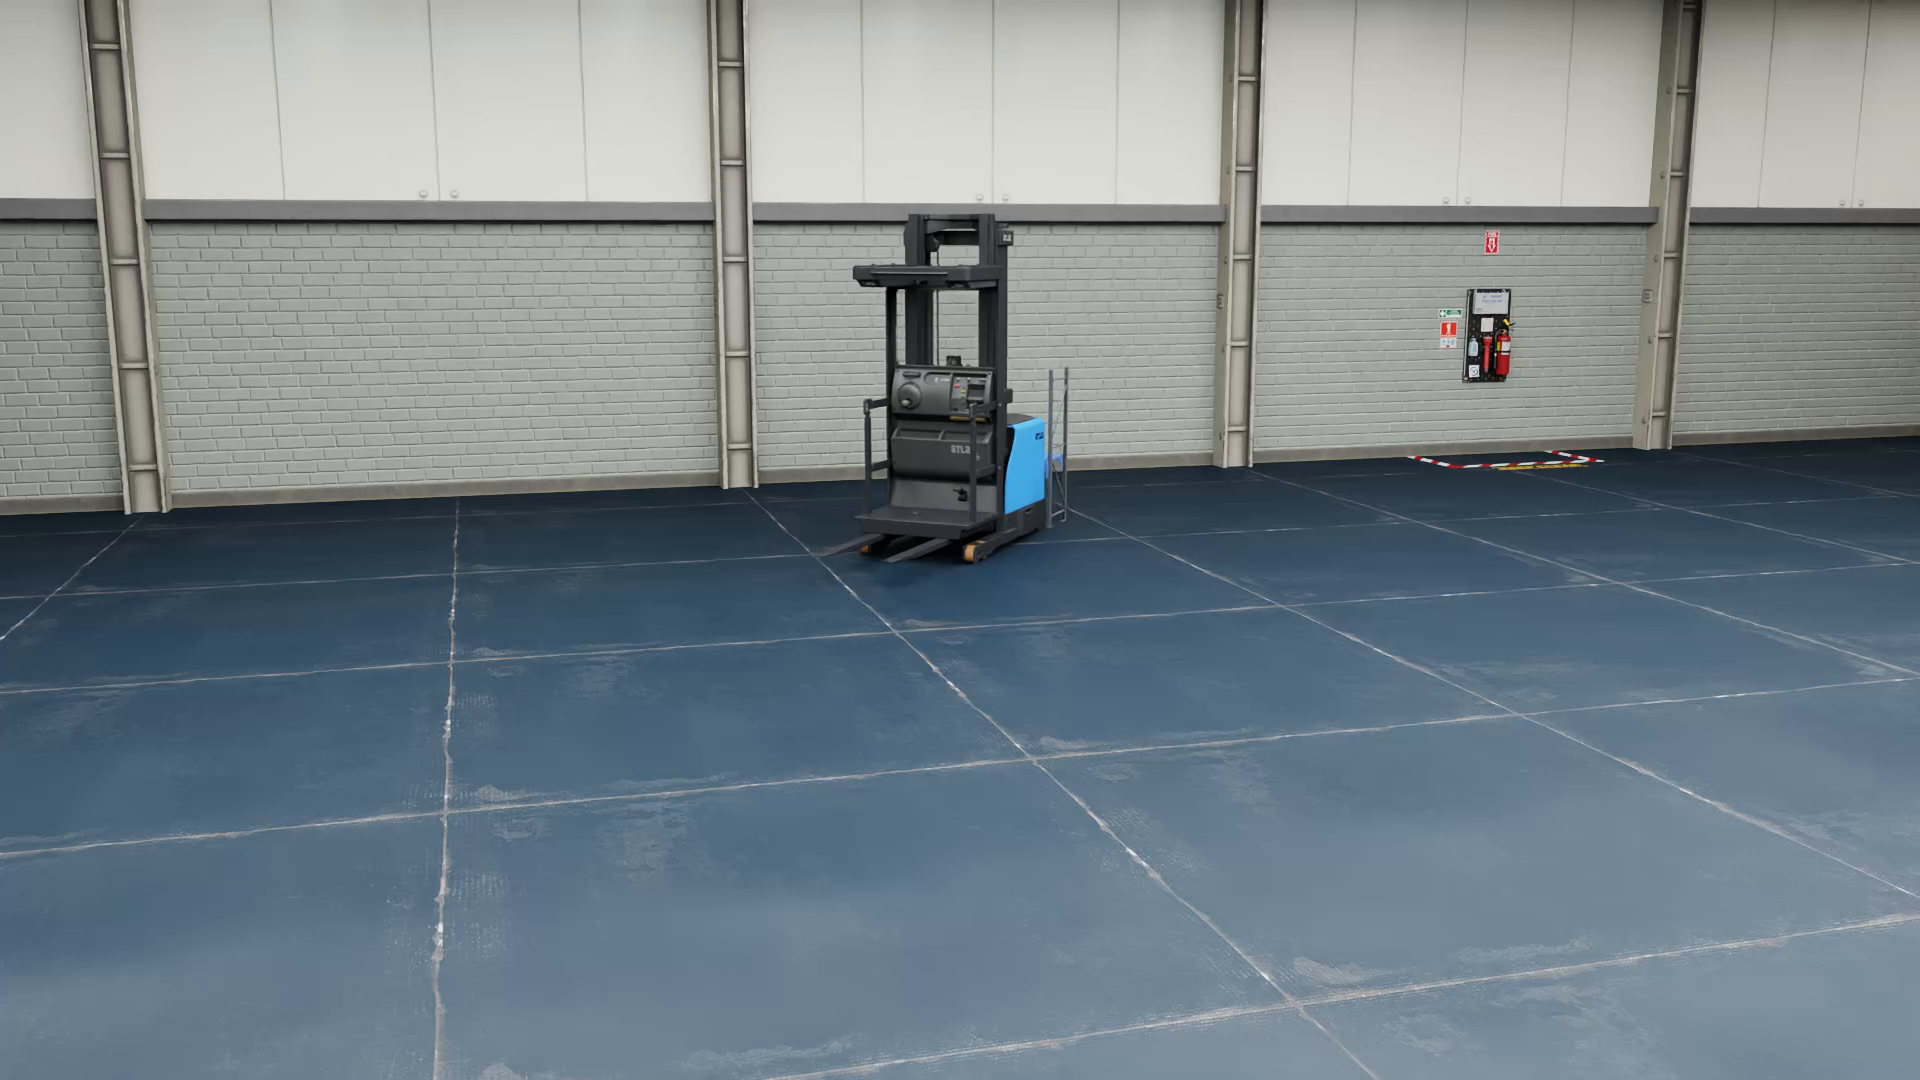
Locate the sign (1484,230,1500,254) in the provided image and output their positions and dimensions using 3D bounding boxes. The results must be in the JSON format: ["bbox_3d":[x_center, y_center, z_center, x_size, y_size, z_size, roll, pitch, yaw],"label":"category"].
[{"bbox_3d":[6.643,-3.719,20.767,0.199,0.298,0.001,-3,11,-16],"label":"sign"}]

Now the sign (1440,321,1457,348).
[{"bbox_3d":[6.119,-2.570,20.827,0.234,0.329,0.001,-3,11,-16],"label":"sign"}]

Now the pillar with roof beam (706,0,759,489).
[{"bbox_3d":[-1.257,-4.276,13.621,0.400,9.000,9.100,-3,11,-16],"label":"pillar with roof beam"}]

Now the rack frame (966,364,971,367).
[{"bbox_3d":[-0.005,-0.964,16.325,0.032,1.500,0.500,4,11,21],"label":"rack frame"}]

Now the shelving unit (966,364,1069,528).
[{"bbox_3d":[0.467,-0.929,16.139,1.048,1.500,0.538,4,11,21],"label":"shelving unit"}]

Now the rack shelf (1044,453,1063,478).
[{"bbox_3d":[0.466,-0.752,16.169,1.000,0.185,0.538,4,11,21],"label":"rack shelf"}]

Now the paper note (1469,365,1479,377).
[{"bbox_3d":[6.489,-2.132,20.981,0.142,0.148,0.016,-3,11,-16],"label":"paper note"}]

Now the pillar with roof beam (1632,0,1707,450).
[{"bbox_3d":[10.265,-4.883,16.920,0.400,9.000,9.100,-3,11,-16],"label":"pillar with roof beam"}]

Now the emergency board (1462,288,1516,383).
[{"bbox_3d":[6.679,-2.563,20.885,0.643,1.169,0.194,-3,11,-16],"label":"emergency board"}]

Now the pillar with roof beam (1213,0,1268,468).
[{"bbox_3d":[4.504,-4.579,15.270,0.400,9.000,9.100,-3,11,-16],"label":"pillar with roof beam"}]

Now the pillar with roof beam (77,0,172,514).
[{"bbox_3d":[-7.017,-3.972,11.972,0.400,9.000,9.100,-3,11,-16],"label":"pillar with roof beam"}]

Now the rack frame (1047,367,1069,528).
[{"bbox_3d":[0.939,-0.895,15.953,0.032,1.500,0.500,4,11,21],"label":"rack frame"}]

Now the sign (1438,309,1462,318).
[{"bbox_3d":[6.126,-2.829,20.772,0.331,0.109,0.001,-3,11,-16],"label":"sign"}]

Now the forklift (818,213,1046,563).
[{"bbox_3d":[-0.239,-1.327,14.363,1.130,2.935,3.031,4,11,23],"label":"forklift"}]
